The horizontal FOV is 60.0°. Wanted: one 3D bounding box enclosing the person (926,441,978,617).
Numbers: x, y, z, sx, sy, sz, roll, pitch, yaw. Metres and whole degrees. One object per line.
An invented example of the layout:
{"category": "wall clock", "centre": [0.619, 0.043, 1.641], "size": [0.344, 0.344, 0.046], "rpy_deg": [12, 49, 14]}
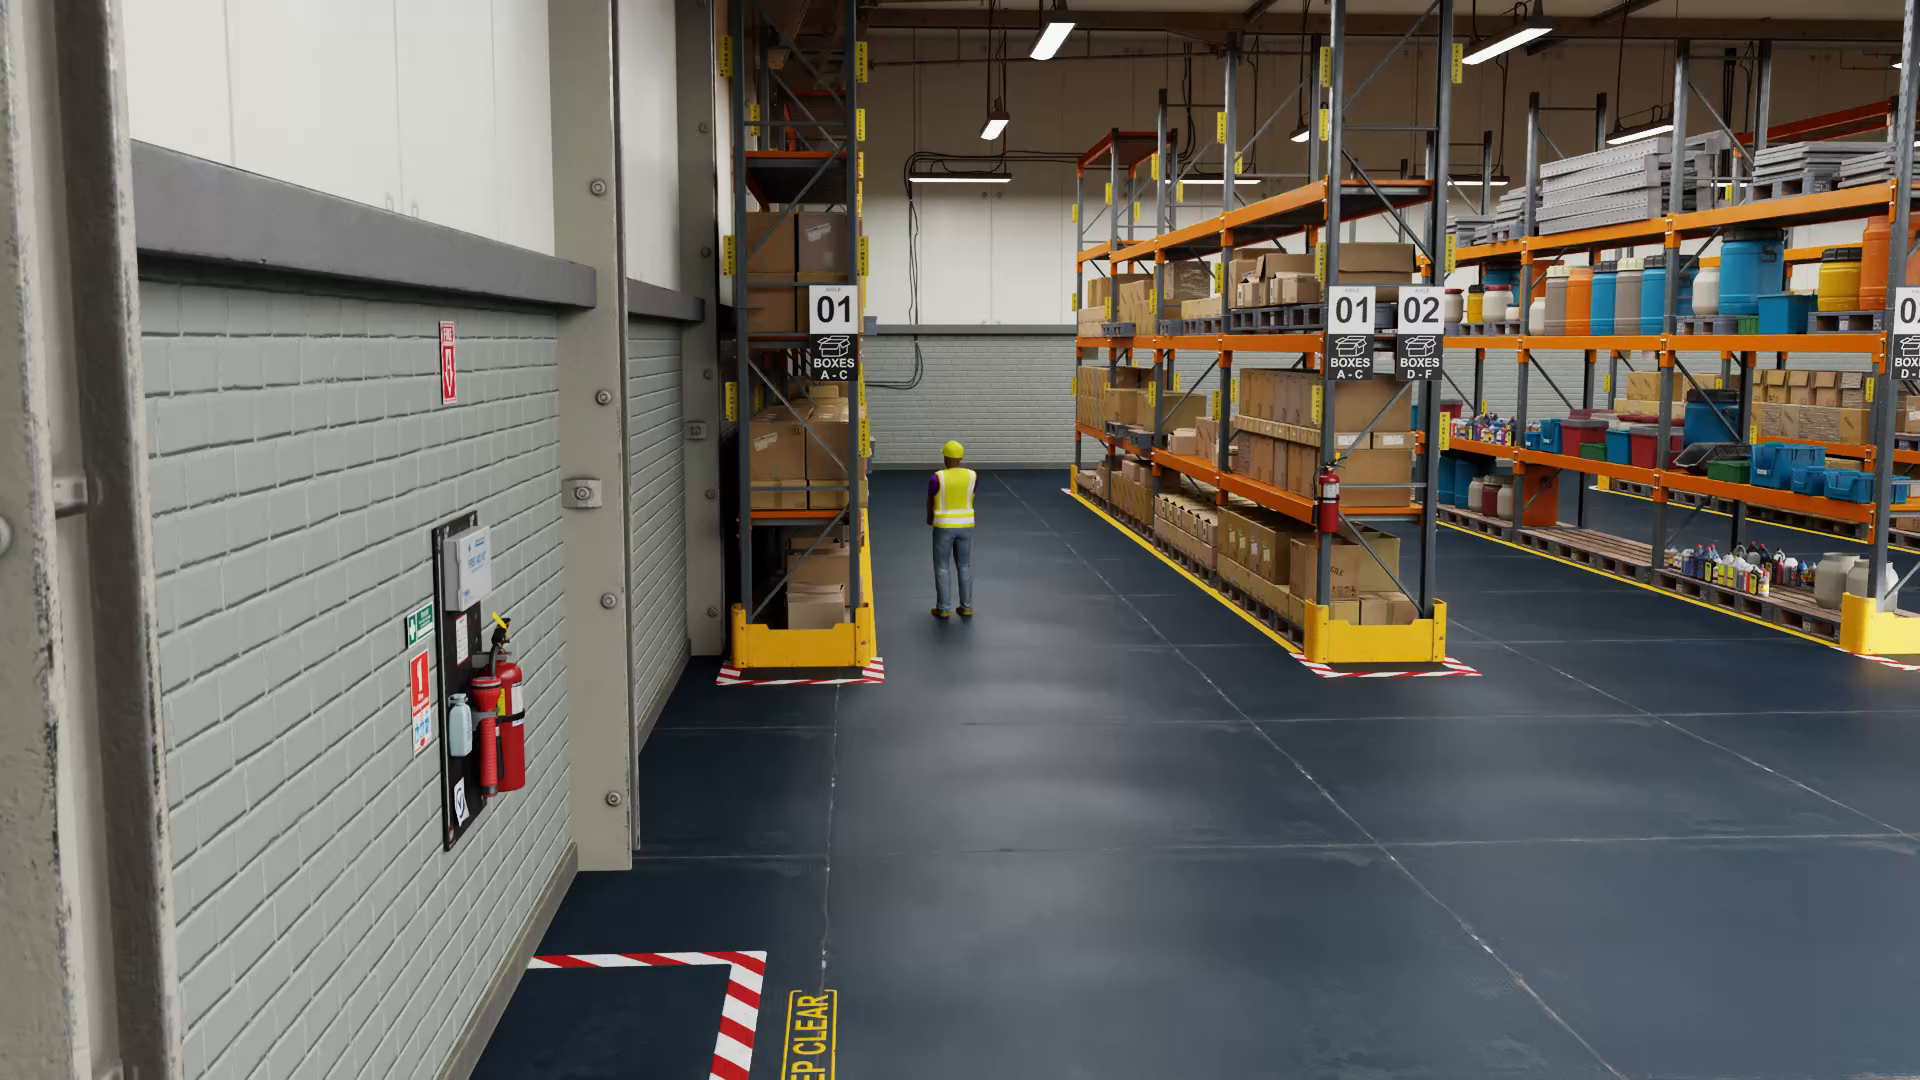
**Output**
{"category": "person", "centre": [-0.114, -0.128, 16.736], "size": [0.502, 1.762, 0.577], "rpy_deg": [-3, 7, -21]}
